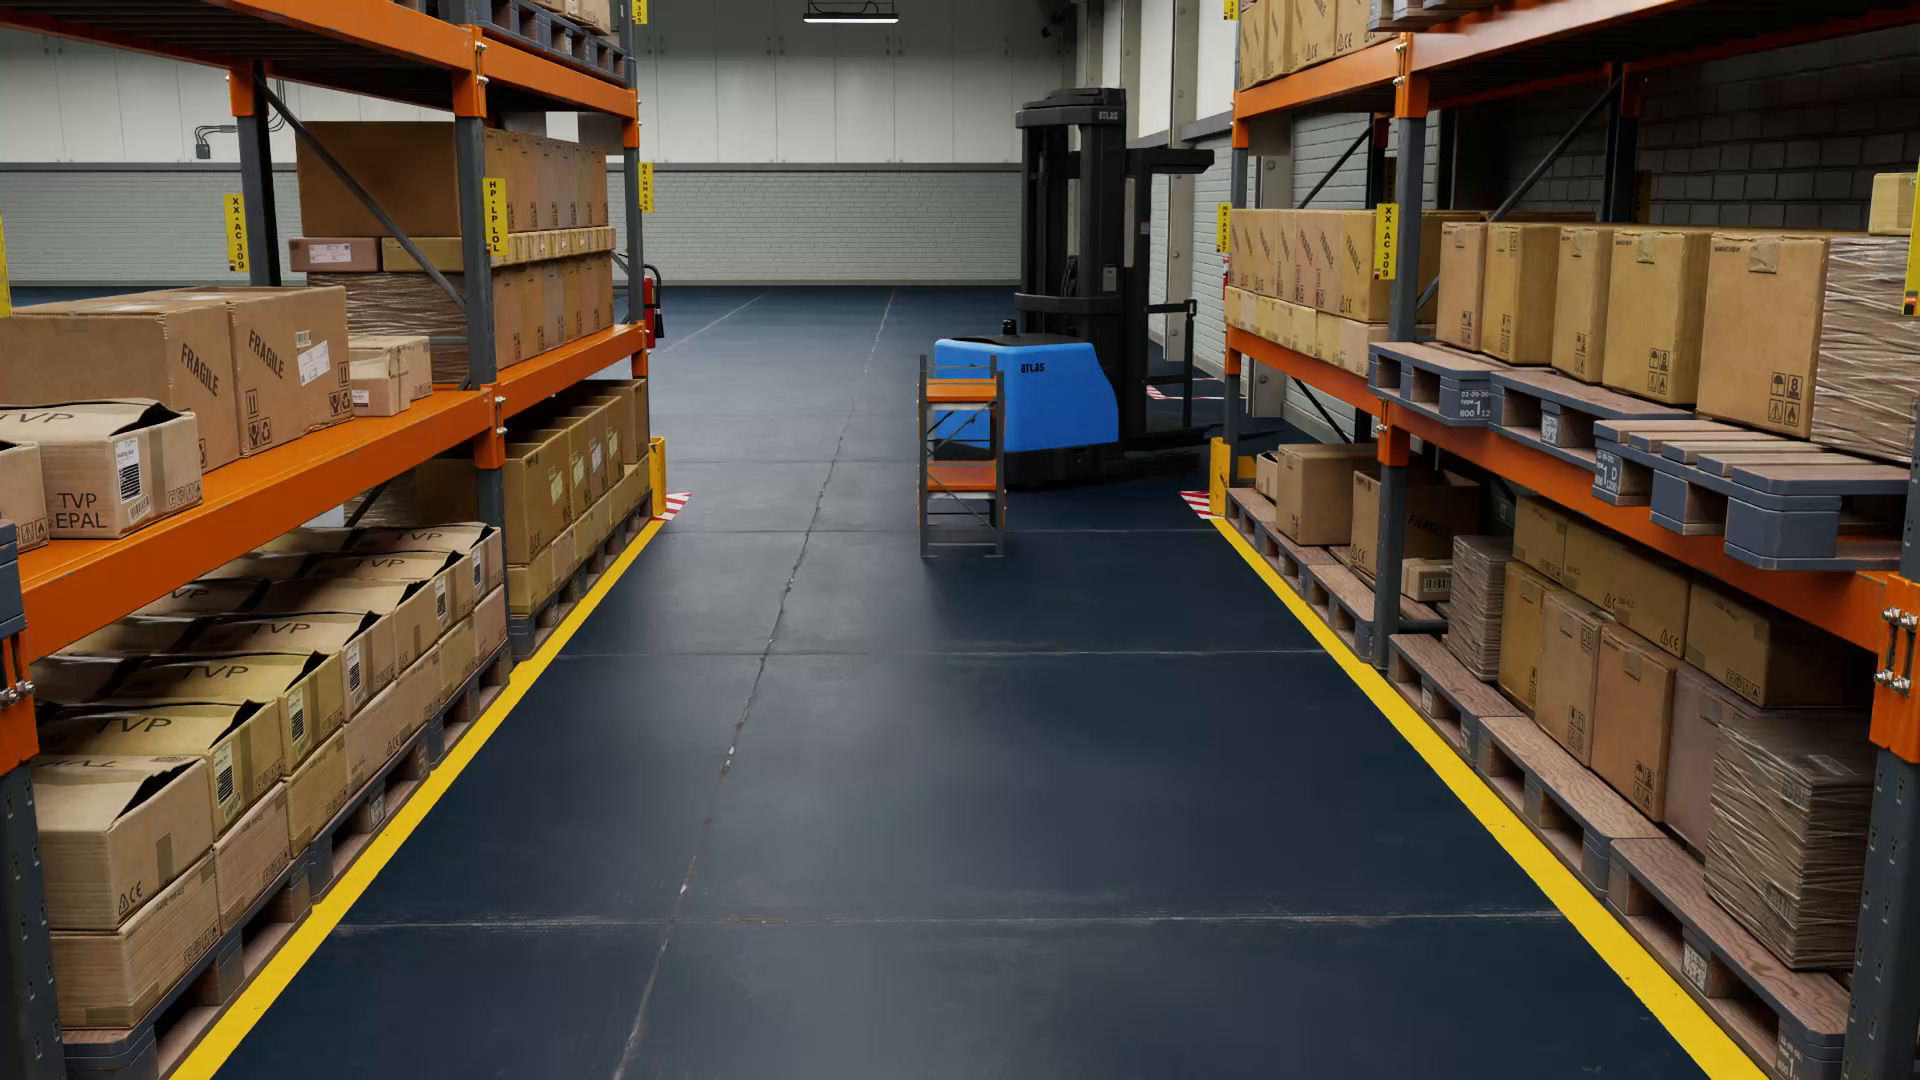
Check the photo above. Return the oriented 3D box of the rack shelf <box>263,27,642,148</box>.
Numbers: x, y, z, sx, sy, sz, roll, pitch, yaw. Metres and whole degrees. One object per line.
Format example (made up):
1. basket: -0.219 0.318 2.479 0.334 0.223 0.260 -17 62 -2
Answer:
1. rack shelf: -2.588 -2.376 8.989 1.077 0.370 4.000 0 11 -1

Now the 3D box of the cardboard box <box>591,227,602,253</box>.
1. cardboard box: -2.419 -1.845 10.224 0.380 0.149 0.250 0 11 -2

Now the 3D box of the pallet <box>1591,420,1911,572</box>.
1. pallet: 2.367 -0.134 4.156 1.213 0.211 1.003 0 11 -1

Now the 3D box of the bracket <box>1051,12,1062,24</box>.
1. bracket: 2.236 -12.125 38.638 0.235 0.232 0.430 0 11 -1

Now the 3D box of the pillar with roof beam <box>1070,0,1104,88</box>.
1. pillar with roof beam: -1.598 -9.234 33.443 9.100 9.000 0.548 0 11 -1

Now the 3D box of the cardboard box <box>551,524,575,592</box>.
1. cardboard box: -2.259 0.088 8.439 0.500 0.250 0.500 0 11 -1

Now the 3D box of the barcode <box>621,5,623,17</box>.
1. barcode: -2.141 -3.352 10.534 0.001 0.075 0.075 0 11 -1

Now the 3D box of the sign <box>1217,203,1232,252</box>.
1. sign: 1.780 -2.099 11.182 0.100 0.325 0.005 0 11 -1

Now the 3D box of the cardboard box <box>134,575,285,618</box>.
1. cardboard box: -2.771 0.292 6.025 0.500 0.311 0.500 -1 11 -3

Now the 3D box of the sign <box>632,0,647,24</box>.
1. sign: -2.087 -3.520 10.795 0.100 0.325 0.005 0 11 -1

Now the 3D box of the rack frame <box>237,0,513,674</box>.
1. rack frame: -2.547 -0.861 7.256 1.000 3.000 0.127 0 11 -1

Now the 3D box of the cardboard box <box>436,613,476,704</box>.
1. cardboard box: -2.240 0.463 6.592 0.500 0.250 0.500 0 11 -2

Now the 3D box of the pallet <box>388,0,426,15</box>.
1. pallet: -2.516 -2.062 6.113 0.805 0.209 1.217 -1 11 -3

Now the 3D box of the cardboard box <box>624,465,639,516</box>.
1. cardboard box: -2.301 -0.309 10.398 0.500 0.250 0.500 0 11 -1

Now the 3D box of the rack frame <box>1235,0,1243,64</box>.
1. rack frame: 2.323 -4.617 10.683 1.000 3.000 0.127 0 11 -1

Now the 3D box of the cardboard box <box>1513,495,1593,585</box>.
1. cardboard box: 2.450 -0.006 6.338 0.500 0.250 0.500 0 11 -2

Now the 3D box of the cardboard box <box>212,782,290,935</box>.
1. cardboard box: -2.193 0.871 4.580 0.500 0.250 0.500 -1 11 -3

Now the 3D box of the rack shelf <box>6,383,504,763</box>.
1. rack shelf: -2.506 -0.110 5.368 1.077 0.370 4.000 0 11 -1

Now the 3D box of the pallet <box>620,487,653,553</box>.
1. pallet: -2.572 -0.137 10.704 1.003 0.211 1.213 0 11 -1

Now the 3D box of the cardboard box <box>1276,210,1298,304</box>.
1. cardboard box: 2.059 -1.581 9.248 0.500 0.500 0.500 0 11 1

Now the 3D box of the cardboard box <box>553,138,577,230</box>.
1. cardboard box: -2.604 -2.032 9.518 0.700 0.500 0.500 0 11 -1

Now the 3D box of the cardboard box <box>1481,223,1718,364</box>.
1. cardboard box: 2.386 -0.934 6.260 0.700 0.500 0.500 1 12 5

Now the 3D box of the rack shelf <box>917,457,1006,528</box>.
1. rack shelf: 0.000 -0.310 10.489 0.538 0.278 1.000 0 11 -1

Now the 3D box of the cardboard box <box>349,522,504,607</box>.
1. cardboard box: -2.252 0.086 7.041 0.500 0.311 0.500 0 11 -1

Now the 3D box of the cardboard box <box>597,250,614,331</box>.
1. cardboard box: -2.633 -1.612 10.708 0.700 0.500 0.500 0 11 -1

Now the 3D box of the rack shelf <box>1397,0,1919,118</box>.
1. rack shelf: 2.447 -1.602 5.174 1.077 0.370 4.000 0 11 -1

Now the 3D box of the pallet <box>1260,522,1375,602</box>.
1. pallet: 2.328 0.109 9.493 1.003 0.211 1.213 0 11 -1

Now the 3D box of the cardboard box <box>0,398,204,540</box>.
1. cardboard box: -2.289 -0.200 4.226 0.500 0.311 0.500 0 11 -2

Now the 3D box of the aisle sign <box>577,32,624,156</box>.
1. aisle sign: -2.337 -2.944 10.988 0.394 0.787 0.004 0 11 -1

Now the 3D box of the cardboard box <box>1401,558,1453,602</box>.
1. cardboard box: 2.364 0.185 8.122 0.380 0.166 0.250 -2 12 -9

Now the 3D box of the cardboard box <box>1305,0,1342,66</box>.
1. cardboard box: 2.101 -2.720 8.578 0.500 0.500 0.500 -1 11 -3

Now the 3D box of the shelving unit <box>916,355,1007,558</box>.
1. shelving unit: 0.000 -0.550 10.441 0.538 1.125 1.048 0 11 -1

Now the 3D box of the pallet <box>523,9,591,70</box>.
1. pallet: -2.613 -2.699 8.995 1.003 0.211 1.213 0 11 -1

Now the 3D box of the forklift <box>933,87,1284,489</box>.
1. forklift: 1.290 -2.020 13.145 3.031 2.935 1.130 -8 14 -34

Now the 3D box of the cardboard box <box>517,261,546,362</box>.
1. cardboard box: -2.586 -1.202 8.689 0.700 0.500 0.500 0 11 0

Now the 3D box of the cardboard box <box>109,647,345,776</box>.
1. cardboard box: -2.209 0.490 5.046 0.500 0.311 0.500 -1 11 -3

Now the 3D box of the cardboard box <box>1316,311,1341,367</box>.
1. cardboard box: 2.091 -1.010 8.320 0.500 0.250 0.500 0 11 -1

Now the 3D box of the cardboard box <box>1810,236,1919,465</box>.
1. cardboard box: 2.468 -0.444 3.848 0.700 0.500 0.500 -2 12 -8

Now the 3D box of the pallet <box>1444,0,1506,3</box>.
1. pallet: 2.336 -1.930 5.458 1.213 0.211 1.003 0 11 -1

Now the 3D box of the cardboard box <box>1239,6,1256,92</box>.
1. cardboard box: 2.080 -3.138 10.637 0.500 0.500 0.500 0 11 0

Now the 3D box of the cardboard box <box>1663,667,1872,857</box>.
1. cardboard box: 2.527 0.677 4.857 0.700 0.500 0.500 0 11 -1

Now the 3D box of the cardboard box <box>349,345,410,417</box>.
1. cardboard box: -2.345 -0.621 6.412 0.396 0.266 0.258 -1 11 -3

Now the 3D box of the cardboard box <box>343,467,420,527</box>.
1. cardboard box: -2.774 -0.277 8.354 0.500 0.500 0.500 0 11 -1

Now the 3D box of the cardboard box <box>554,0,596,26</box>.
1. cardboard box: -2.331 -3.018 9.163 0.500 0.311 0.500 1 12 6

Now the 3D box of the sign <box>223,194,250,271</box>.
1. sign: -3.102 -1.321 7.150 0.100 0.325 0.005 0 11 -1

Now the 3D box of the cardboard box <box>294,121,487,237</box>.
1. cardboard box: -2.563 -1.633 7.552 0.700 0.500 0.500 0 11 -1

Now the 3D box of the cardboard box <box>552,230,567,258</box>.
1. cardboard box: -2.397 -1.639 9.211 0.380 0.149 0.250 0 11 -2

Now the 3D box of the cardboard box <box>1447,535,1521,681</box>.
1. cardboard box: 2.437 0.274 6.844 0.700 0.500 0.500 0 11 1

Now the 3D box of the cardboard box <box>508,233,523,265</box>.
1. cardboard box: -2.378 -1.435 8.205 0.380 0.149 0.250 0 11 -2

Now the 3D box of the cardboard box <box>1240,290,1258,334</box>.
1. cardboard box: 2.041 -1.412 10.300 0.500 0.250 0.500 -1 11 -3

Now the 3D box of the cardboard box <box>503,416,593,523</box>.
1. cardboard box: -2.264 -0.379 8.854 0.500 0.500 0.500 0 11 -1
